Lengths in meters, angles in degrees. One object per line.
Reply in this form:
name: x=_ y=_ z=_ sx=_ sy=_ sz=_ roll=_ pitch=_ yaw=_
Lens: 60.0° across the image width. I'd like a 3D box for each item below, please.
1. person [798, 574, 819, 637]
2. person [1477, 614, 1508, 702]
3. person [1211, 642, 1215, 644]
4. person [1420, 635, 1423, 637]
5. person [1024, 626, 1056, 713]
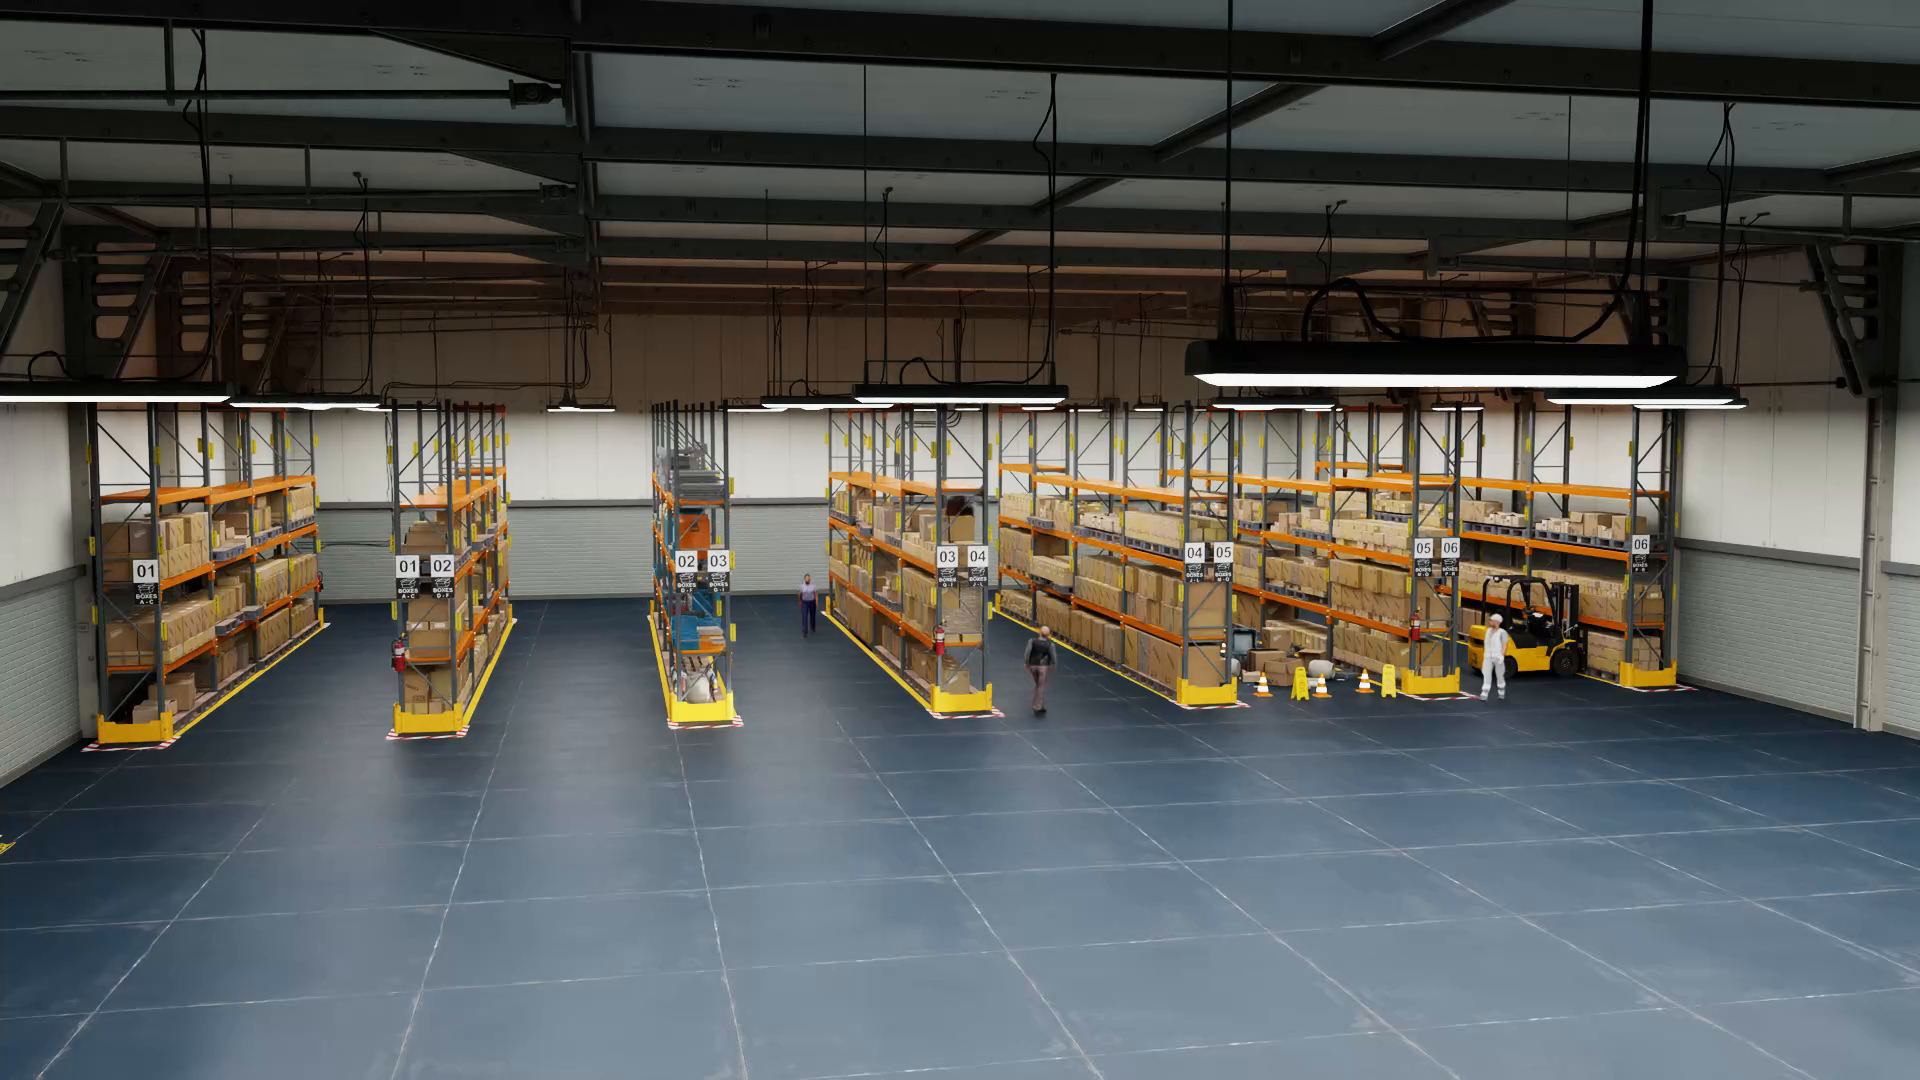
person: x=-3.931 y=1.674 z=43.028 sx=0.516 sy=1.597 sz=0.951 roll=-1 pitch=4 yaw=-8
person: x=10.572 y=2.341 z=32.974 sx=0.562 sy=1.723 sz=1.040 roll=3 pitch=5 yaw=38
person: x=5.935 y=1.840 z=39.745 sx=0.466 sy=1.793 sz=0.611 roll=0 pitch=4 yaw=0
person: x=11.044 y=1.864 z=40.222 sx=0.451 sy=1.671 sz=0.474 roll=1 pitch=4 yaw=8
person: x=1.578 y=2.497 z=32.005 sx=0.624 sy=1.738 sz=0.684 roll=3 pitch=5 yaw=38
